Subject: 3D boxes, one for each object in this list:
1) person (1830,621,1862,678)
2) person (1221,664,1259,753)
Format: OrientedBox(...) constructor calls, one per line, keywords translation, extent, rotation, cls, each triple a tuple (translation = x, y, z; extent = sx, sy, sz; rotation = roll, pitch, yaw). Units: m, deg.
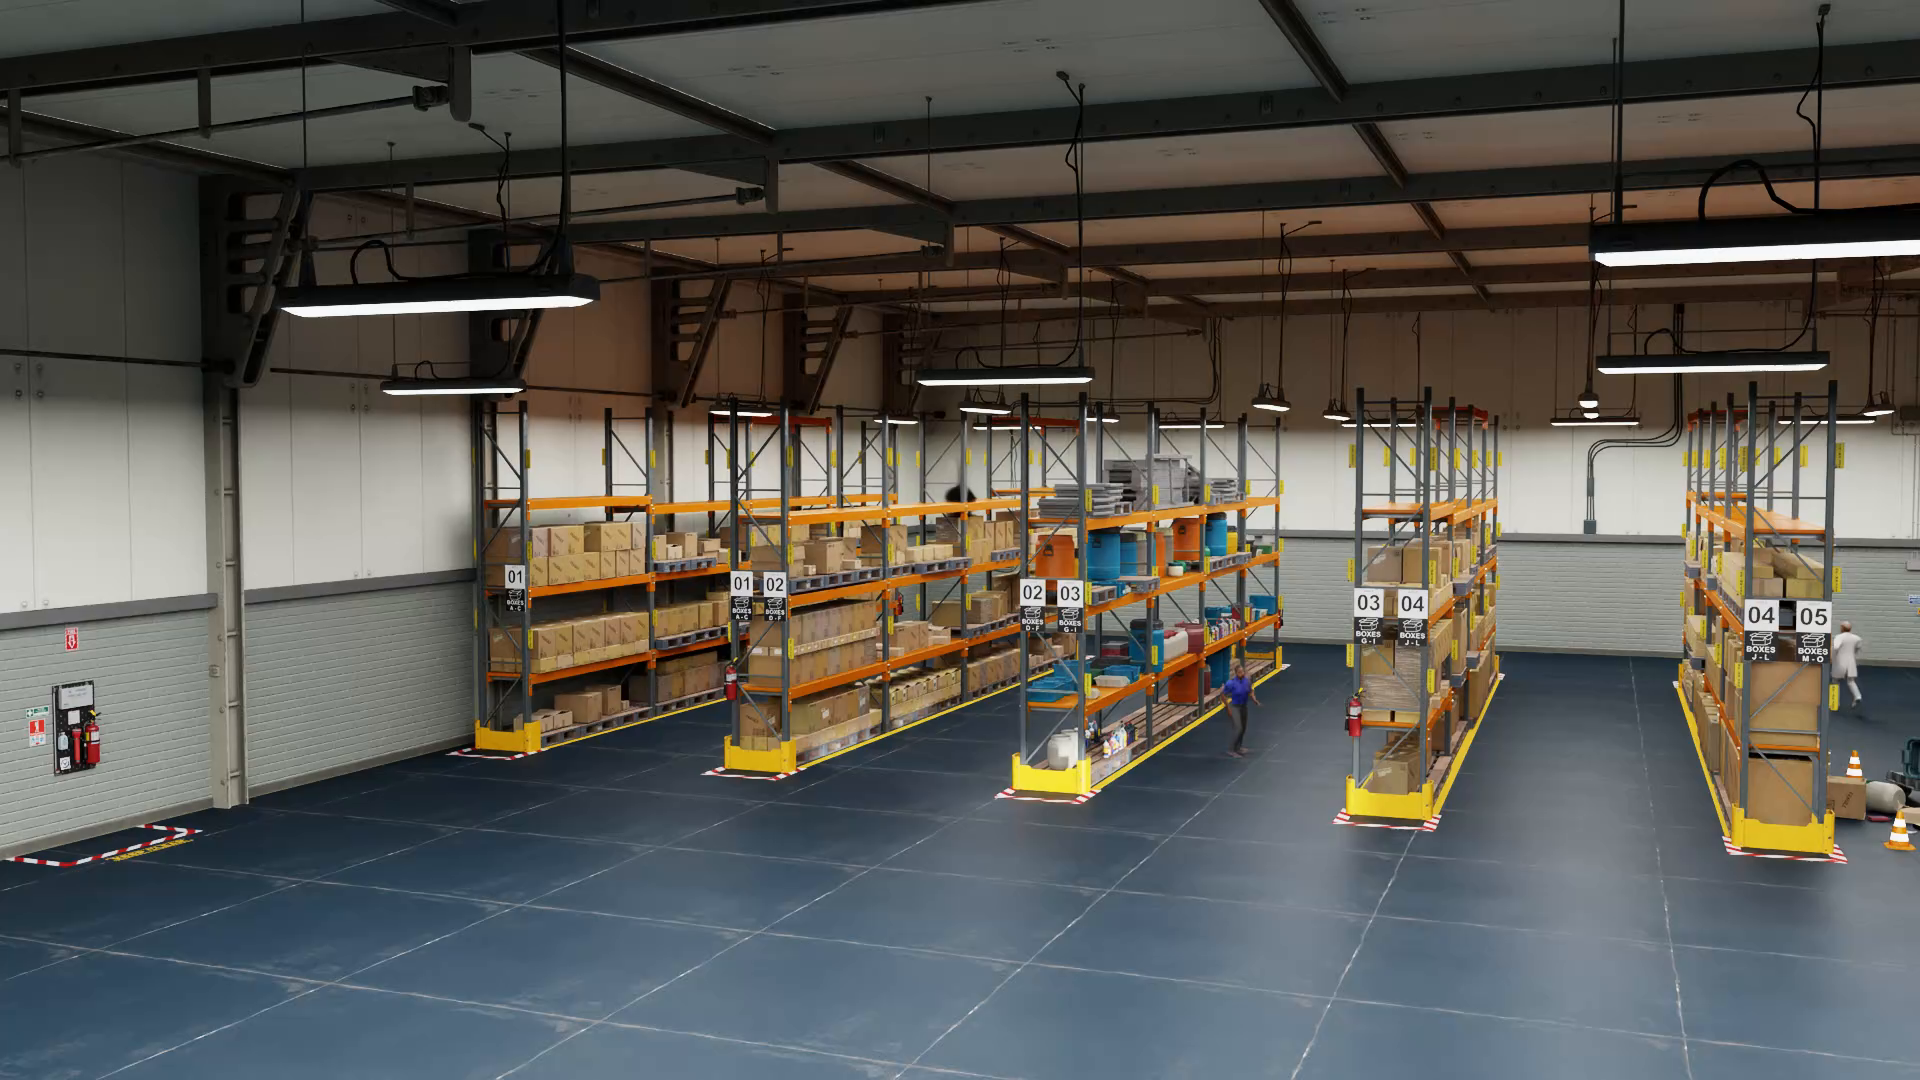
OrientedBox(translation=(17.565, 2.177, 33.025), extent=(0.688, 1.137, 0.680), rotation=(0, 3, 4), cls="person")
OrientedBox(translation=(4.698, 2.821, 27.988), extent=(0.582, 1.497, 0.760), rotation=(-2, 3, -31), cls="person")
